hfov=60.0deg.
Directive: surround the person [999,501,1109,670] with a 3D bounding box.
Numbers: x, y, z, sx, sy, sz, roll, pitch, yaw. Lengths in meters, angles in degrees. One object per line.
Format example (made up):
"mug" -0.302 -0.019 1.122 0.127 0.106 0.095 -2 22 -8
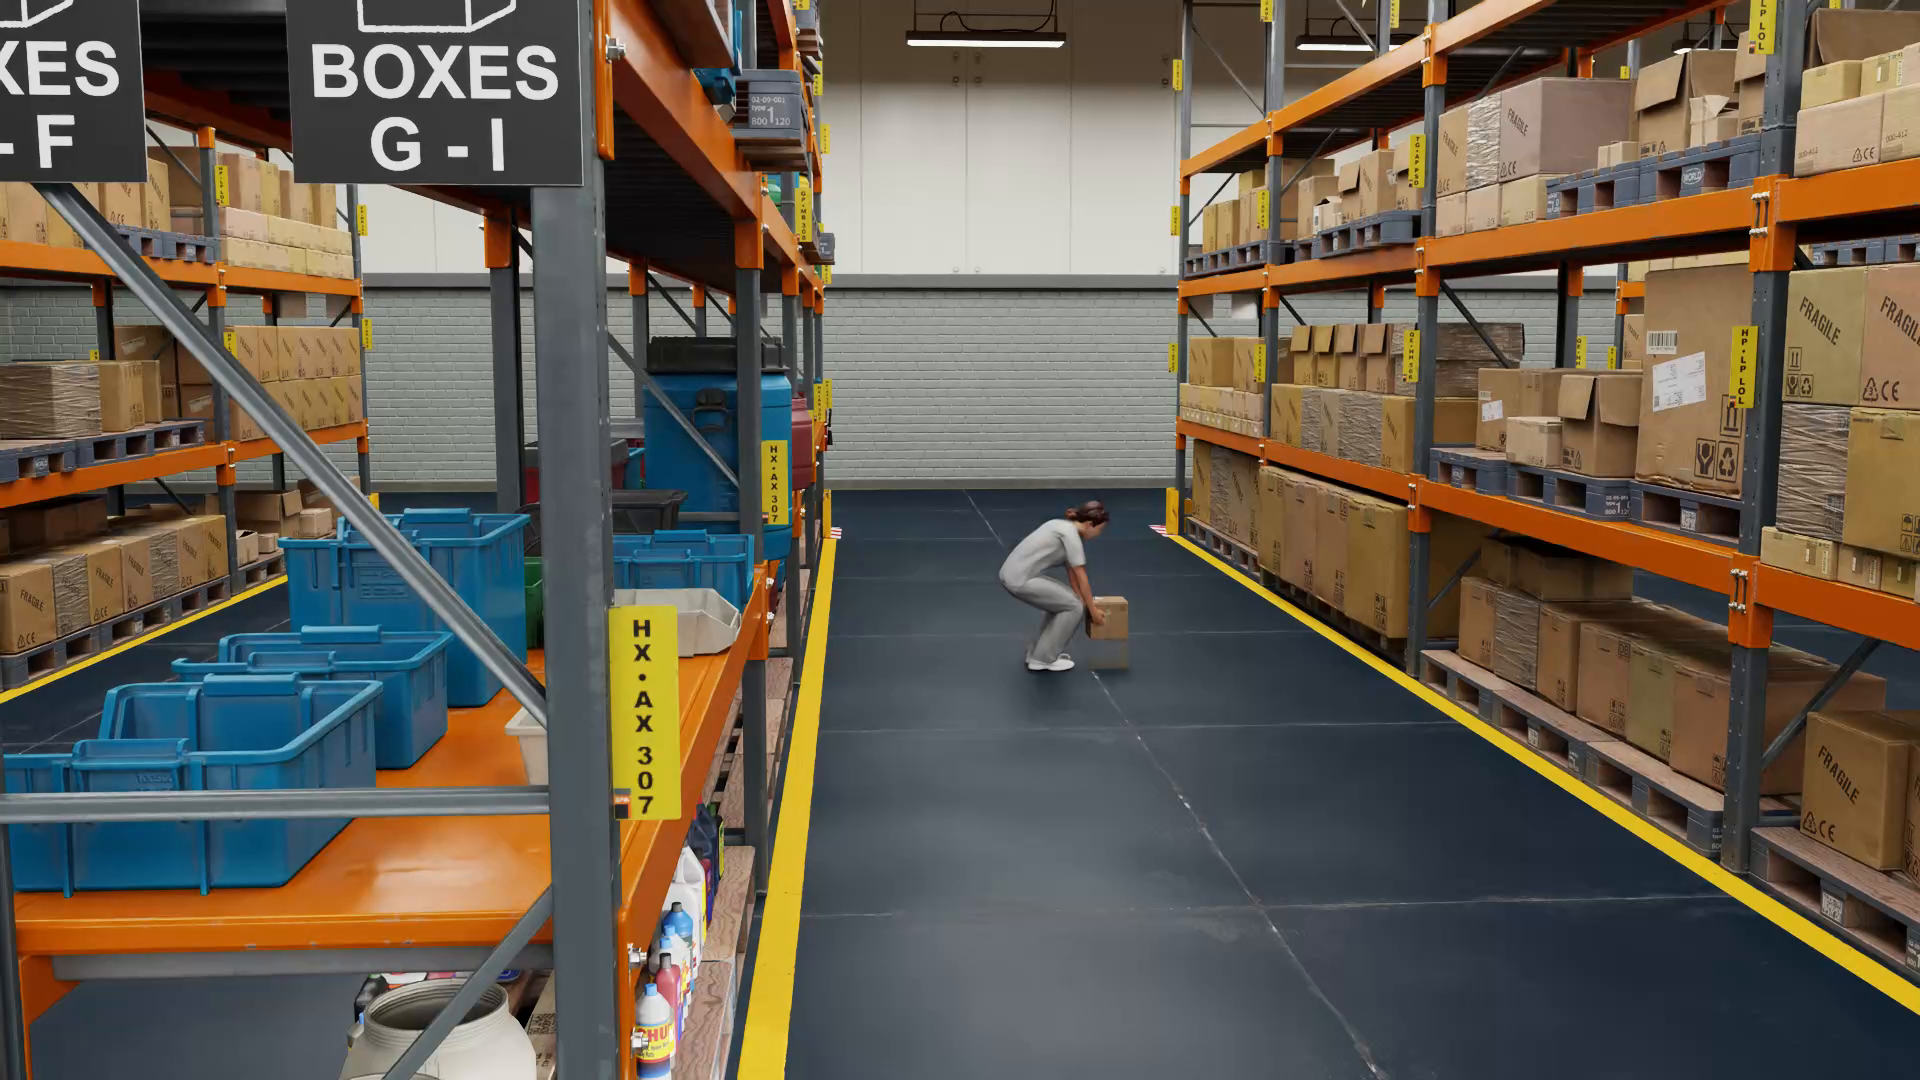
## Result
"person" 0.631 0.295 11.159 0.746 1.116 0.490 0 7 -4
